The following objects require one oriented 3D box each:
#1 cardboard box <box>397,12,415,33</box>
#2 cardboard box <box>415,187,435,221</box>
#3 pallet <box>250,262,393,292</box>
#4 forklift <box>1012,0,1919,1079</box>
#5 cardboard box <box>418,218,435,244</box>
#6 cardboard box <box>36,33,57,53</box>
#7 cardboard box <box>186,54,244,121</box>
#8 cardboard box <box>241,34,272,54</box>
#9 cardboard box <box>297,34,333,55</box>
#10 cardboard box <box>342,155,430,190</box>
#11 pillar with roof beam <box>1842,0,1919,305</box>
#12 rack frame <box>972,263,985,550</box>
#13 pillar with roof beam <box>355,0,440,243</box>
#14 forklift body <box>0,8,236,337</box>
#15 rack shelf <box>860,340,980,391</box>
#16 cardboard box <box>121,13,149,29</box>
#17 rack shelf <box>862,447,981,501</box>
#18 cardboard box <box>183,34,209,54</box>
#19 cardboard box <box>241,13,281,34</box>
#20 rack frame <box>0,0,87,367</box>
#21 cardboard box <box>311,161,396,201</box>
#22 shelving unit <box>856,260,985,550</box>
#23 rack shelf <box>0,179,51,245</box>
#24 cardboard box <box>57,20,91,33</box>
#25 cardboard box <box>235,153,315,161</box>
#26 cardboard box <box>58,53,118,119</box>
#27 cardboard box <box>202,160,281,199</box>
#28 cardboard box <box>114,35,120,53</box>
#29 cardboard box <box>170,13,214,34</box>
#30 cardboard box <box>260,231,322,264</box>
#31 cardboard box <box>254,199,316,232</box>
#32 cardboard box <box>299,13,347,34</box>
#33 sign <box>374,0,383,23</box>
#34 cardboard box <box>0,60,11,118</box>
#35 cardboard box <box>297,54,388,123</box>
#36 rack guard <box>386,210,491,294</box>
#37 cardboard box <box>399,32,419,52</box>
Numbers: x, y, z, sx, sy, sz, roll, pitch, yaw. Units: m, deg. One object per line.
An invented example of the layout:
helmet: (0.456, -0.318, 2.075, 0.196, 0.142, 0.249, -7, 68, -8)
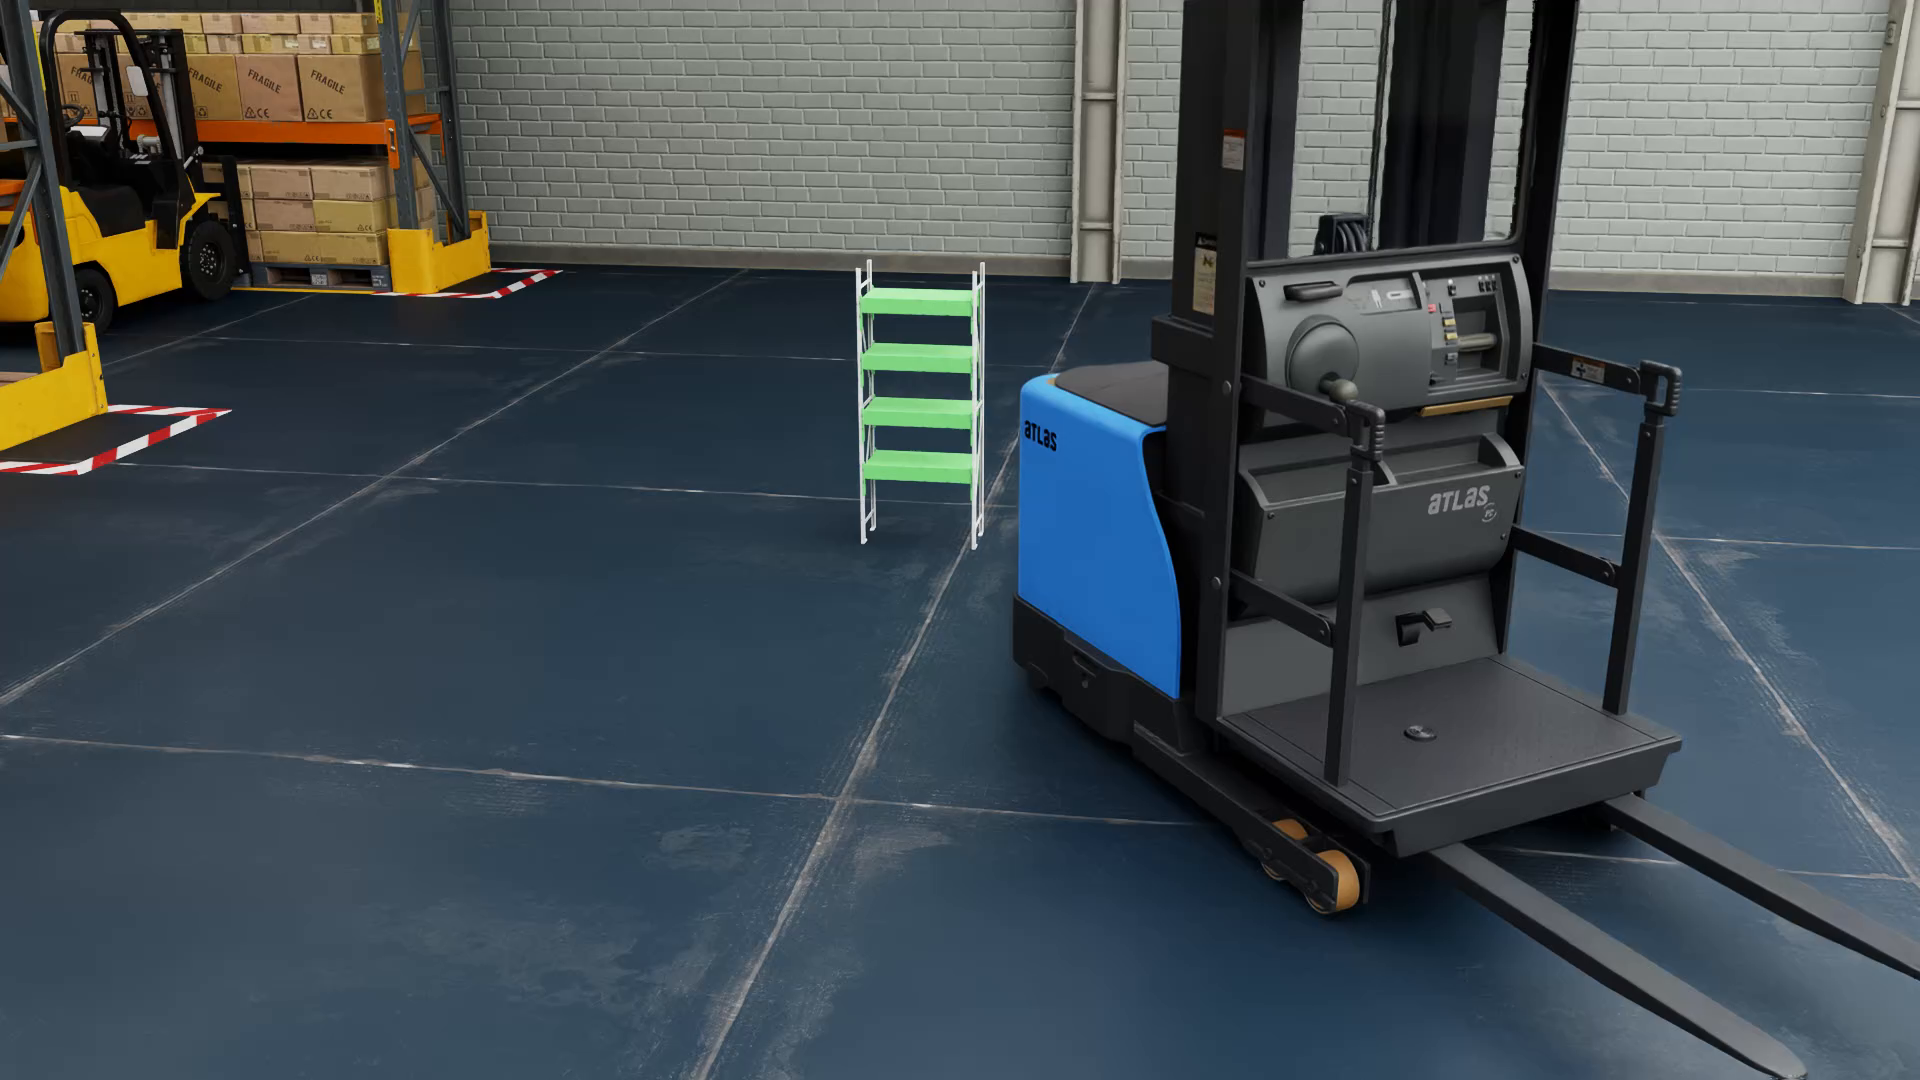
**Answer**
cardboard box: (-4.559, -4.129, 13.266, 0.250, 0.149, 0.380, 3, 19, 8)
cardboard box: (-4.693, -2.770, 13.737, 0.500, 0.250, 0.500, 3, 19, 10)
pallet: (-5.023, -2.252, 13.700, 1.213, 0.211, 1.003, 3, 19, 9)
forklift: (1.294, -0.567, 4.380, 1.130, 2.935, 3.031, -9, 21, -25)
cardboard box: (-4.715, -2.530, 13.808, 0.500, 0.250, 0.500, 3, 19, 9)
cardboard box: (-7.188, -3.954, 13.213, 0.250, 0.149, 0.380, 3, 19, 10)
cardboard box: (-5.806, -3.593, 13.158, 0.500, 0.500, 0.500, 3, 19, 8)
cardboard box: (-5.395, -3.885, 13.008, 0.250, 0.149, 0.380, 3, 19, 8)
cardboard box: (-4.905, -3.837, 12.863, 0.250, 0.149, 0.380, 3, 19, 10)
cardboard box: (-4.706, -3.002, 13.642, 0.500, 0.250, 0.500, 3, 19, 8)
pillar with roof beam: (6.359, -4.758, 7.343, 0.400, 9.000, 9.100, 3, 19, 9)
rack frame: (0.077, -0.565, 7.101, 0.015, 1.200, 0.240, 3, 19, 9)
pillar with roof beam: (-5.489, -5.362, 9.148, 0.400, 9.000, 9.100, 3, 19, 9)
forklift body: (-6.423, -2.670, 11.894, 1.214, 2.155, 2.313, 3, 19, 9)
rack shelf: (-0.163, -0.744, 7.082, 0.480, 0.148, 0.258, 3, 19, 9)
cardboard box: (-6.410, -4.090, 13.151, 0.250, 0.149, 0.380, 3, 19, 9)
rack shelf: (-0.163, -0.289, 7.234, 0.480, 0.148, 0.258, 3, 19, 9)
cardboard box: (-5.919, -3.890, 13.023, 0.250, 0.149, 0.380, 3, 19, 9)
cardboard box: (-5.394, -4.040, 13.001, 0.250, 0.149, 0.380, 3, 19, 9)
rack frame: (-5.045, -1.993, 8.534, 0.127, 3.000, 1.000, 3, 19, 9)
cardboard box: (-4.766, -2.844, 13.170, 0.500, 0.250, 0.500, 4, 19, 10)
shelving unit: (-0.163, -0.577, 7.138, 0.503, 1.200, 0.258, 3, 19, 9)
rack shelf: (-7.020, -1.753, 8.949, 4.000, 0.370, 1.077, 3, 19, 9)
cardboard box: (-6.919, -4.093, 13.158, 0.250, 0.149, 0.380, 3, 19, 8)
cardboard box: (-5.692, -3.054, 13.799, 0.500, 0.250, 0.500, 3, 19, 8)
cardboard box: (-6.797, -3.647, 13.318, 0.500, 0.500, 0.500, 3, 19, 8)
cardboard box: (-5.770, -2.890, 13.308, 0.500, 0.250, 0.500, 3, 19, 9)
cardboard box: (-6.679, -3.933, 13.151, 0.250, 0.149, 0.380, 2, 19, 7)
cardboard box: (-5.925, -4.030, 12.970, 0.250, 0.149, 0.380, 3, 19, 10)
cardboard box: (-5.265, -2.397, 13.410, 0.500, 0.250, 0.500, 3, 19, 9)
cardboard box: (-5.285, -2.636, 13.338, 0.500, 0.250, 0.500, 3, 19, 8)
cardboard box: (-4.897, -3.999, 12.880, 0.250, 0.149, 0.380, 3, 19, 9)
sign: (-4.361, -4.041, 12.454, 0.005, 0.325, 0.100, 3, 19, 9)
cardboard box: (-7.814, -3.693, 13.456, 0.500, 0.500, 0.500, 2, 19, 7)
cardboard box: (-4.789, -3.539, 12.994, 0.500, 0.500, 0.500, 3, 19, 7)
rack guard: (-4.238, -2.362, 13.575, 0.348, 0.500, 1.175, 3, 19, 9)
cardboard box: (-4.555, -4.002, 13.357, 0.250, 0.149, 0.380, 2, 19, 7)
